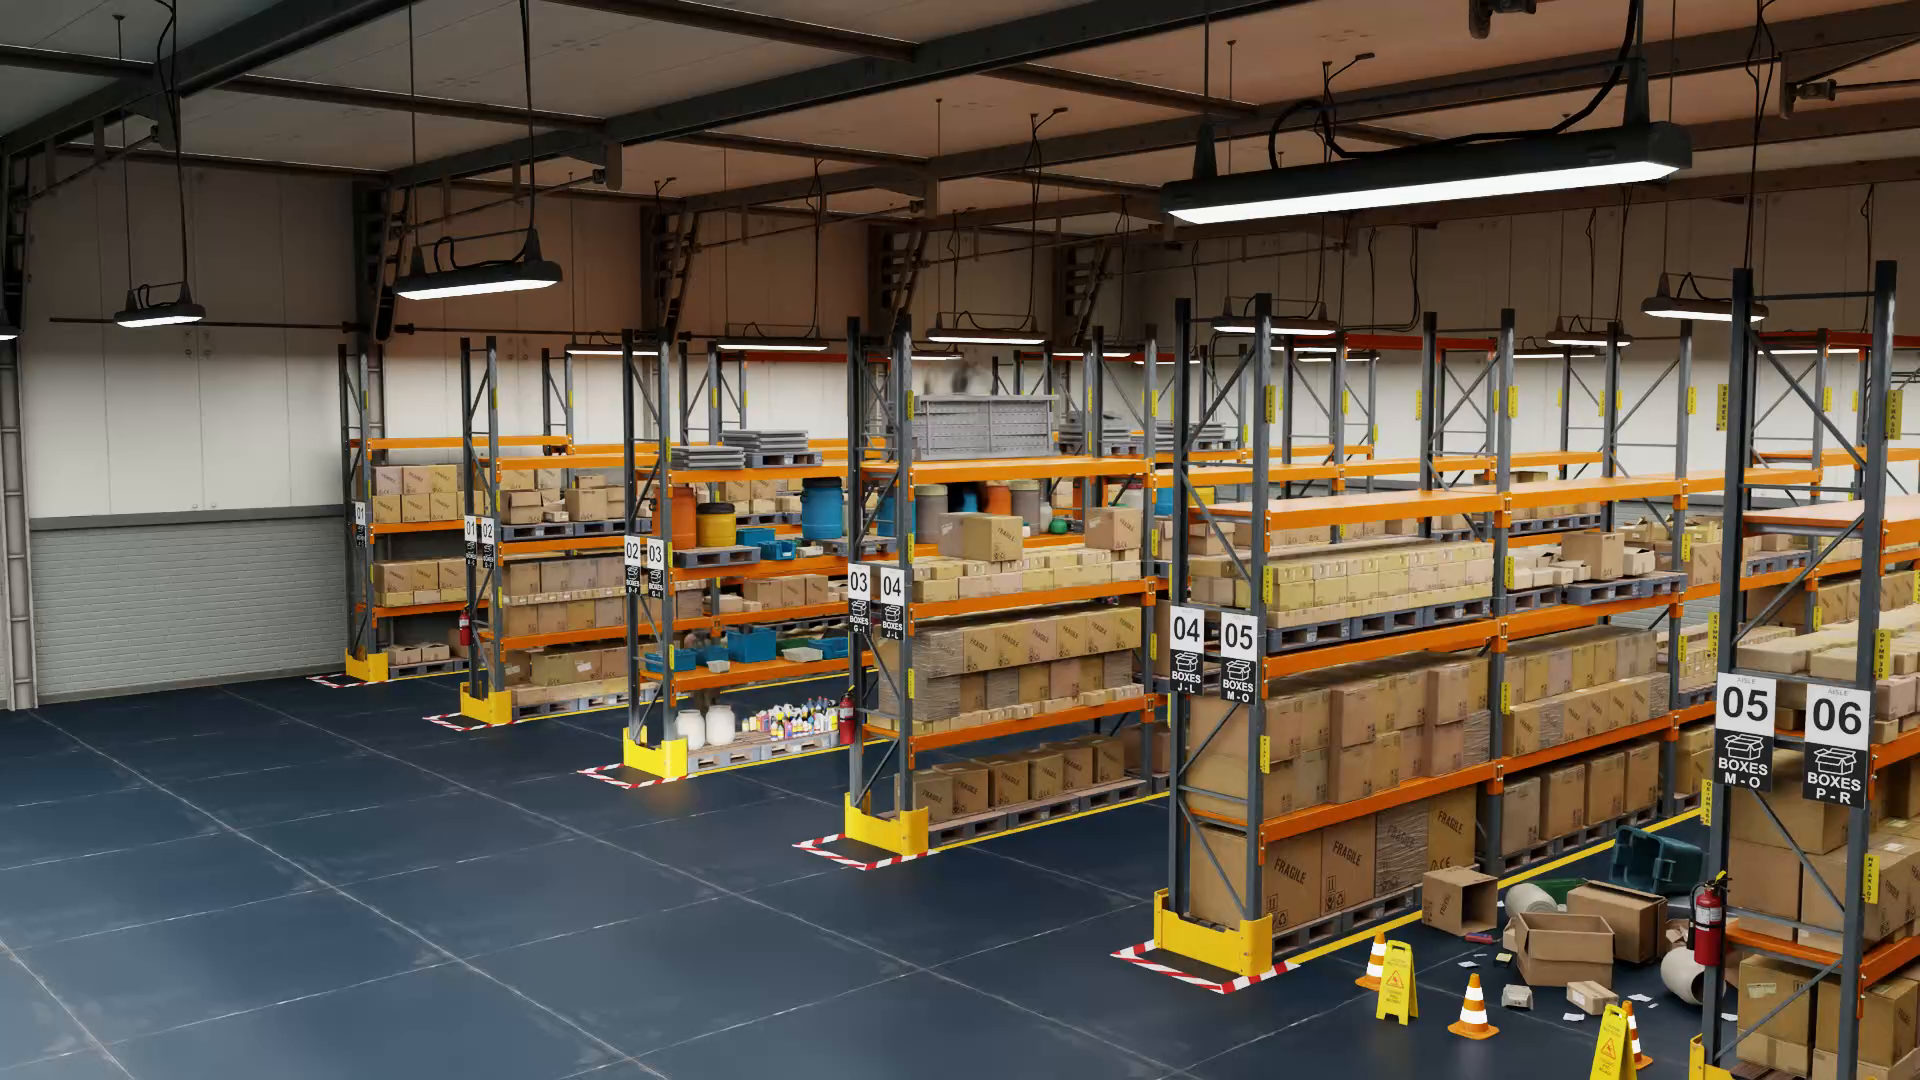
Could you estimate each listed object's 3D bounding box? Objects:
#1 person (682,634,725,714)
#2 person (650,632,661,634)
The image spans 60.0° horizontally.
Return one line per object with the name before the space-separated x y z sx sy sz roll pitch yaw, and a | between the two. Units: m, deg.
person | -3.844 2.157 24.868 0.734 1.590 0.889 3 6 32
person | -5.511 1.648 30.637 0.603 1.626 1.003 4 7 38
